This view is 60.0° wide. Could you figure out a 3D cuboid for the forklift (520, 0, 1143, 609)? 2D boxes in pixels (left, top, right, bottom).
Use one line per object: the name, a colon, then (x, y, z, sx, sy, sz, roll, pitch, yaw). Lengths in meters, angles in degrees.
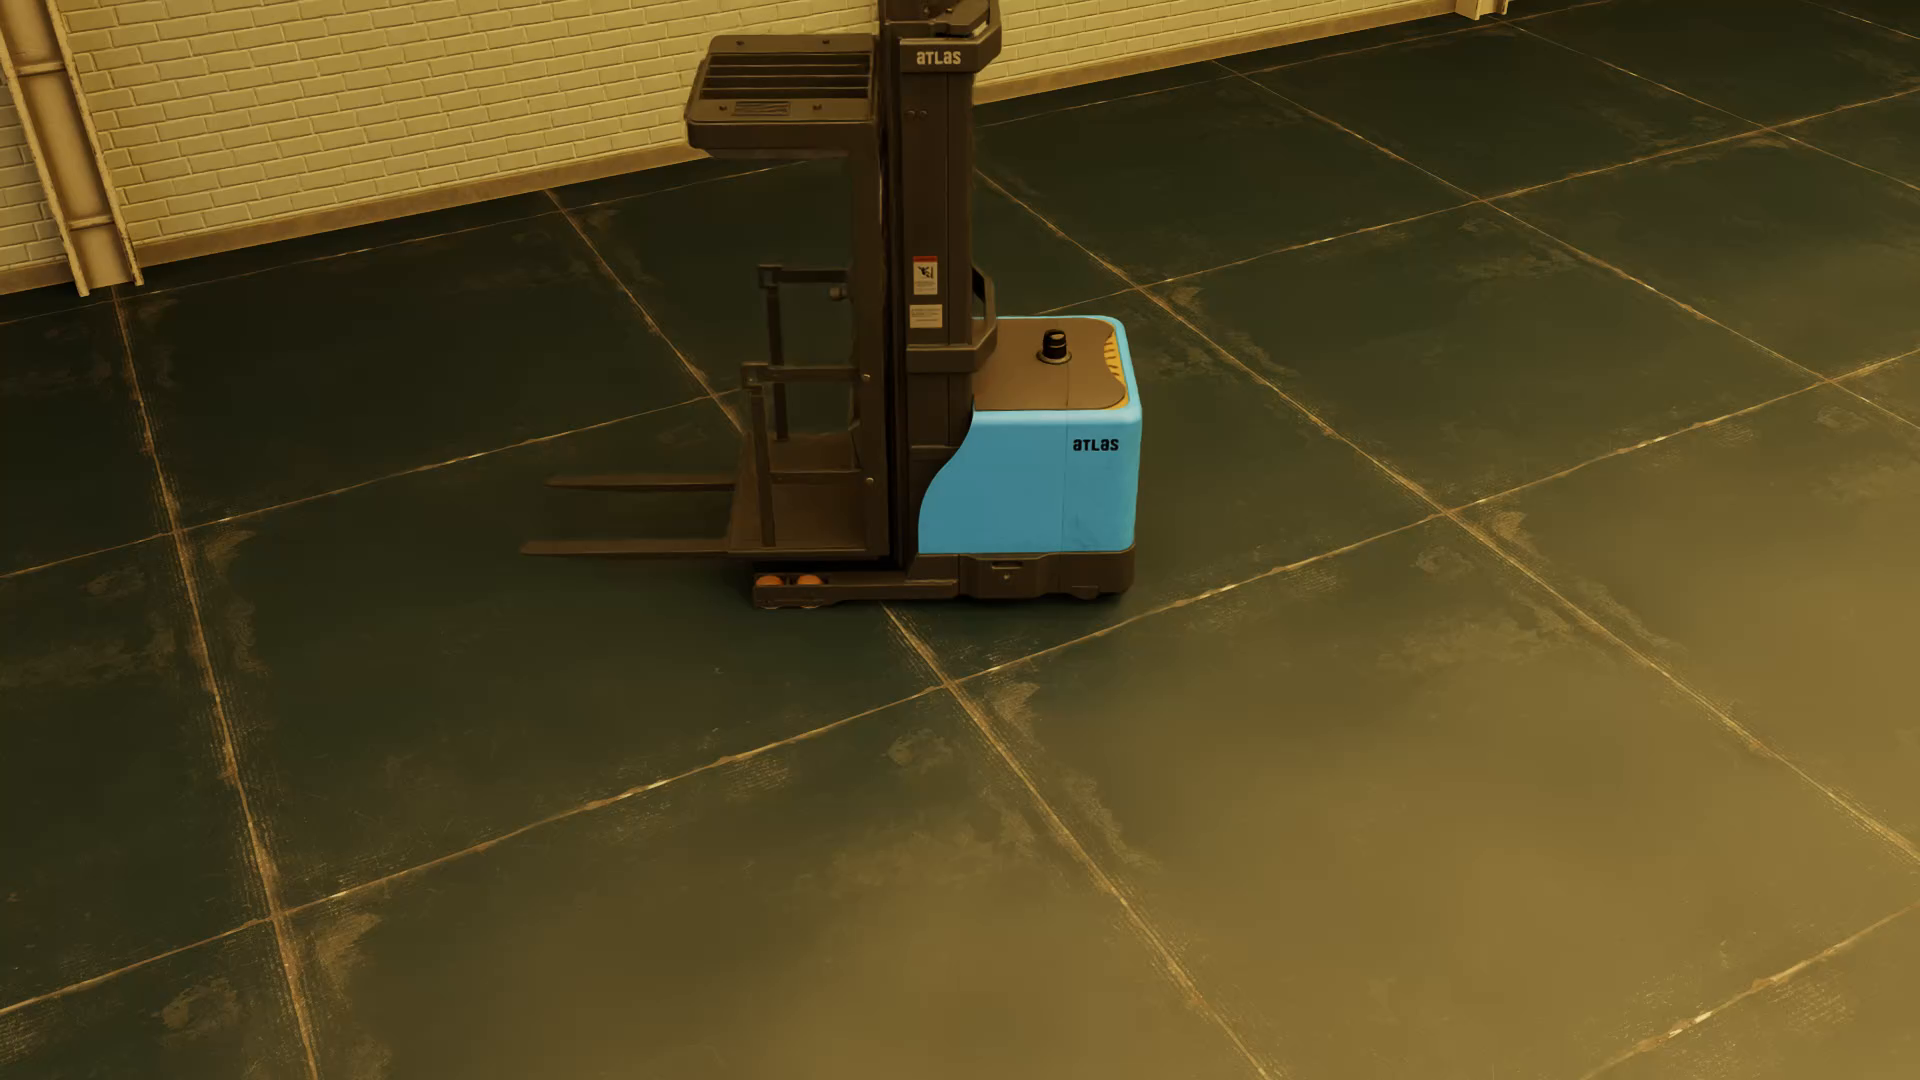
forklift: (-0.664, -1.166, 7.772, 3.031, 2.935, 1.130, -1, 35, -1)
